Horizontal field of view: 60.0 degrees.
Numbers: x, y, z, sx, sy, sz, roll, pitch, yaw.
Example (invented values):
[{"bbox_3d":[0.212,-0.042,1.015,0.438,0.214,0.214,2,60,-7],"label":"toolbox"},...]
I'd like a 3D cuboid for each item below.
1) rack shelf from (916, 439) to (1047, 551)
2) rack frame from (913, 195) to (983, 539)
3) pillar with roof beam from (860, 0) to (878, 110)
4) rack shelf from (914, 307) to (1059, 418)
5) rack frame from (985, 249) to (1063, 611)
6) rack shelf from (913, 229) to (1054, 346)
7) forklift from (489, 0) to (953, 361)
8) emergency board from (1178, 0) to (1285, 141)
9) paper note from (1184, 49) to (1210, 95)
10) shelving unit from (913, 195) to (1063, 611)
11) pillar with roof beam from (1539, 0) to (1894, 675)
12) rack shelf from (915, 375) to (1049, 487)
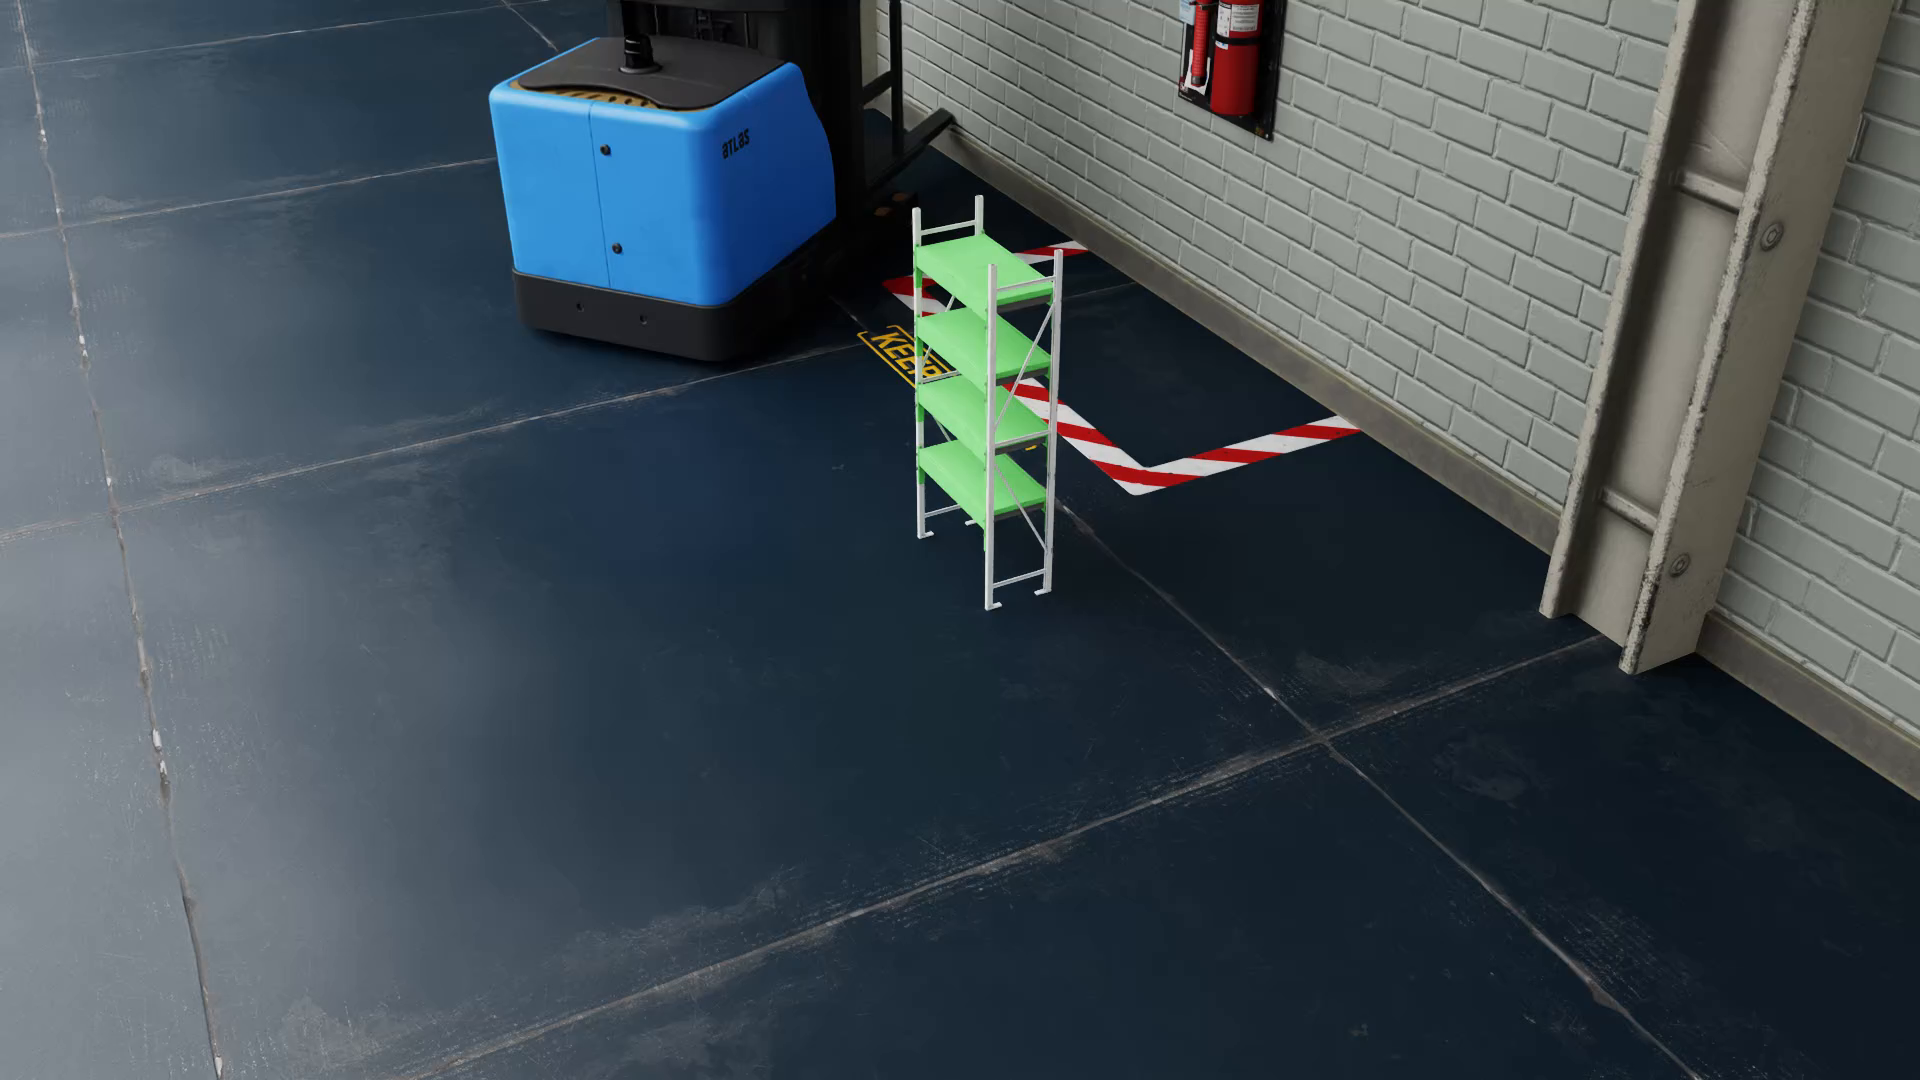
[{"bbox_3d":[0.077,-0.170,5.467,0.258,0.148,0.480,-16,36,-23],"label":"rack shelf"},{"bbox_3d":[-0.037,-0.543,5.485,0.240,1.200,0.015,-16,36,-23],"label":"rack frame"},{"bbox_3d":[-4.503,-5.286,5.659,9.100,9.000,0.400,-16,36,-23],"label":"pillar with roof beam"},{"bbox_3d":[0.077,-0.574,5.208,0.258,0.148,0.480,-16,36,-23],"label":"rack shelf"},{"bbox_3d":[0.191,-0.310,5.121,0.240,1.200,0.015,-16,36,-23],"label":"rack frame"},{"bbox_3d":[0.077,-0.777,5.079,0.258,0.148,0.480,-16,36,-23],"label":"rack shelf"},{"bbox_3d":[-0.852,-2.742,7.314,1.130,2.935,3.031,13,35,19],"label":"forklift"},{"bbox_3d":[0.984,-2.169,6.354,0.194,1.169,0.643,-16,36,-23],"label":"emergency board"},{"bbox_3d":[0.963,-1.899,6.751,0.016,0.148,0.142,-16,36,-23],"label":"paper note"},{"bbox_3d":[0.077,-0.426,5.303,0.258,1.200,0.503,-16,36,-23],"label":"shelving unit"},{"bbox_3d":[-1.706,-2.423,1.190,9.100,9.000,0.400,-16,36,-23],"label":"pillar with roof beam"},{"bbox_3d":[0.077,-0.372,5.337,0.258,0.148,0.480,-16,36,-23],"label":"rack shelf"}]
